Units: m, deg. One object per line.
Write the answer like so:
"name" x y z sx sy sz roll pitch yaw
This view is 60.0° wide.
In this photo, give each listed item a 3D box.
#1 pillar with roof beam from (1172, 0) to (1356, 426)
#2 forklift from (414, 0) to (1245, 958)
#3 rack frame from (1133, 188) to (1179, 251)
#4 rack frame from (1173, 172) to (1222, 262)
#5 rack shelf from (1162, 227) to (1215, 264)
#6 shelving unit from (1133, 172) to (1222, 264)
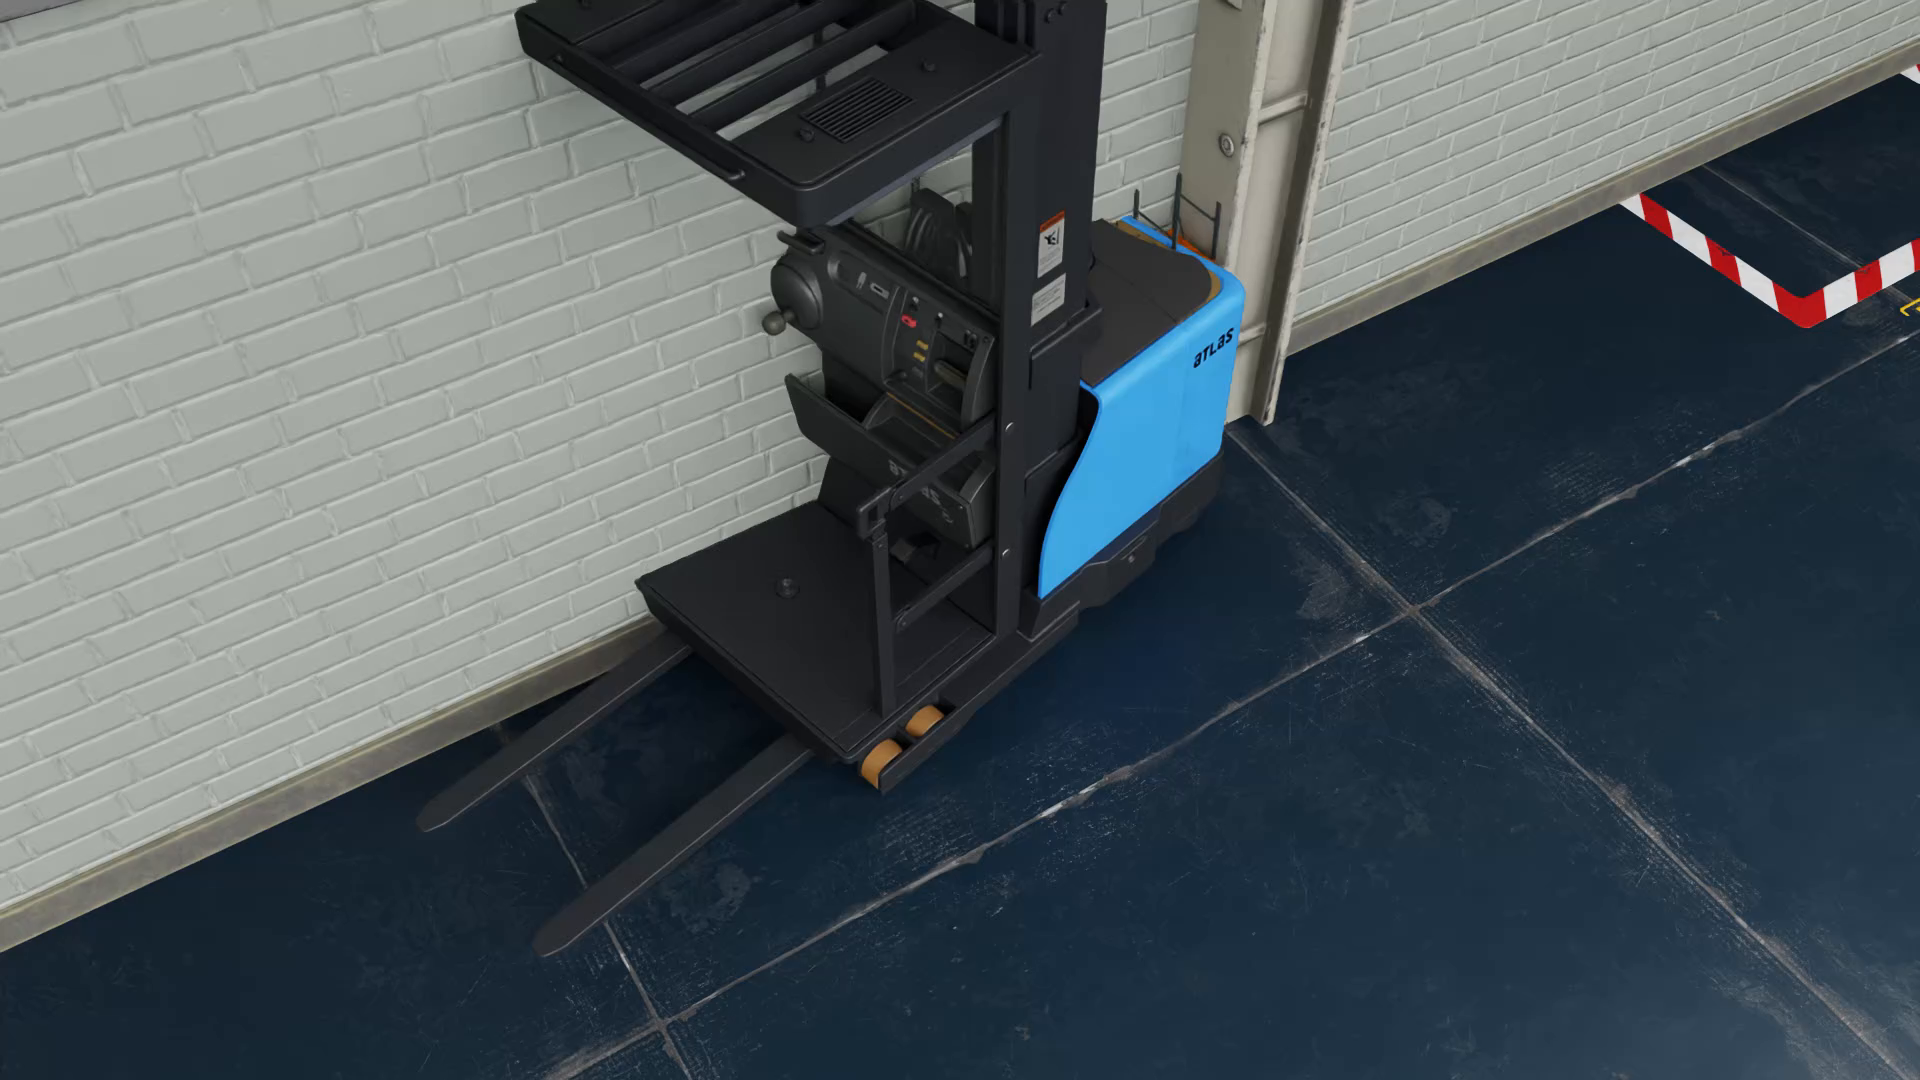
"pillar with roof beam" 3.310 -0.770 0.910 0.400 9.000 9.100 -25 53 -21
"forklift" -0.407 -0.589 4.812 1.130 2.935 3.031 36 57 28
"rack frame" 0.687 -0.727 6.114 0.006 1.200 0.240 -25 50 -21
"rack frame" 0.842 -0.800 6.180 0.006 1.200 0.240 -25 50 -21
"rack shelf" 0.757 -0.983 5.921 0.180 0.103 0.258 -25 50 -21
"shelving unit" 0.765 -0.763 6.147 0.189 1.200 0.258 -25 50 -21
